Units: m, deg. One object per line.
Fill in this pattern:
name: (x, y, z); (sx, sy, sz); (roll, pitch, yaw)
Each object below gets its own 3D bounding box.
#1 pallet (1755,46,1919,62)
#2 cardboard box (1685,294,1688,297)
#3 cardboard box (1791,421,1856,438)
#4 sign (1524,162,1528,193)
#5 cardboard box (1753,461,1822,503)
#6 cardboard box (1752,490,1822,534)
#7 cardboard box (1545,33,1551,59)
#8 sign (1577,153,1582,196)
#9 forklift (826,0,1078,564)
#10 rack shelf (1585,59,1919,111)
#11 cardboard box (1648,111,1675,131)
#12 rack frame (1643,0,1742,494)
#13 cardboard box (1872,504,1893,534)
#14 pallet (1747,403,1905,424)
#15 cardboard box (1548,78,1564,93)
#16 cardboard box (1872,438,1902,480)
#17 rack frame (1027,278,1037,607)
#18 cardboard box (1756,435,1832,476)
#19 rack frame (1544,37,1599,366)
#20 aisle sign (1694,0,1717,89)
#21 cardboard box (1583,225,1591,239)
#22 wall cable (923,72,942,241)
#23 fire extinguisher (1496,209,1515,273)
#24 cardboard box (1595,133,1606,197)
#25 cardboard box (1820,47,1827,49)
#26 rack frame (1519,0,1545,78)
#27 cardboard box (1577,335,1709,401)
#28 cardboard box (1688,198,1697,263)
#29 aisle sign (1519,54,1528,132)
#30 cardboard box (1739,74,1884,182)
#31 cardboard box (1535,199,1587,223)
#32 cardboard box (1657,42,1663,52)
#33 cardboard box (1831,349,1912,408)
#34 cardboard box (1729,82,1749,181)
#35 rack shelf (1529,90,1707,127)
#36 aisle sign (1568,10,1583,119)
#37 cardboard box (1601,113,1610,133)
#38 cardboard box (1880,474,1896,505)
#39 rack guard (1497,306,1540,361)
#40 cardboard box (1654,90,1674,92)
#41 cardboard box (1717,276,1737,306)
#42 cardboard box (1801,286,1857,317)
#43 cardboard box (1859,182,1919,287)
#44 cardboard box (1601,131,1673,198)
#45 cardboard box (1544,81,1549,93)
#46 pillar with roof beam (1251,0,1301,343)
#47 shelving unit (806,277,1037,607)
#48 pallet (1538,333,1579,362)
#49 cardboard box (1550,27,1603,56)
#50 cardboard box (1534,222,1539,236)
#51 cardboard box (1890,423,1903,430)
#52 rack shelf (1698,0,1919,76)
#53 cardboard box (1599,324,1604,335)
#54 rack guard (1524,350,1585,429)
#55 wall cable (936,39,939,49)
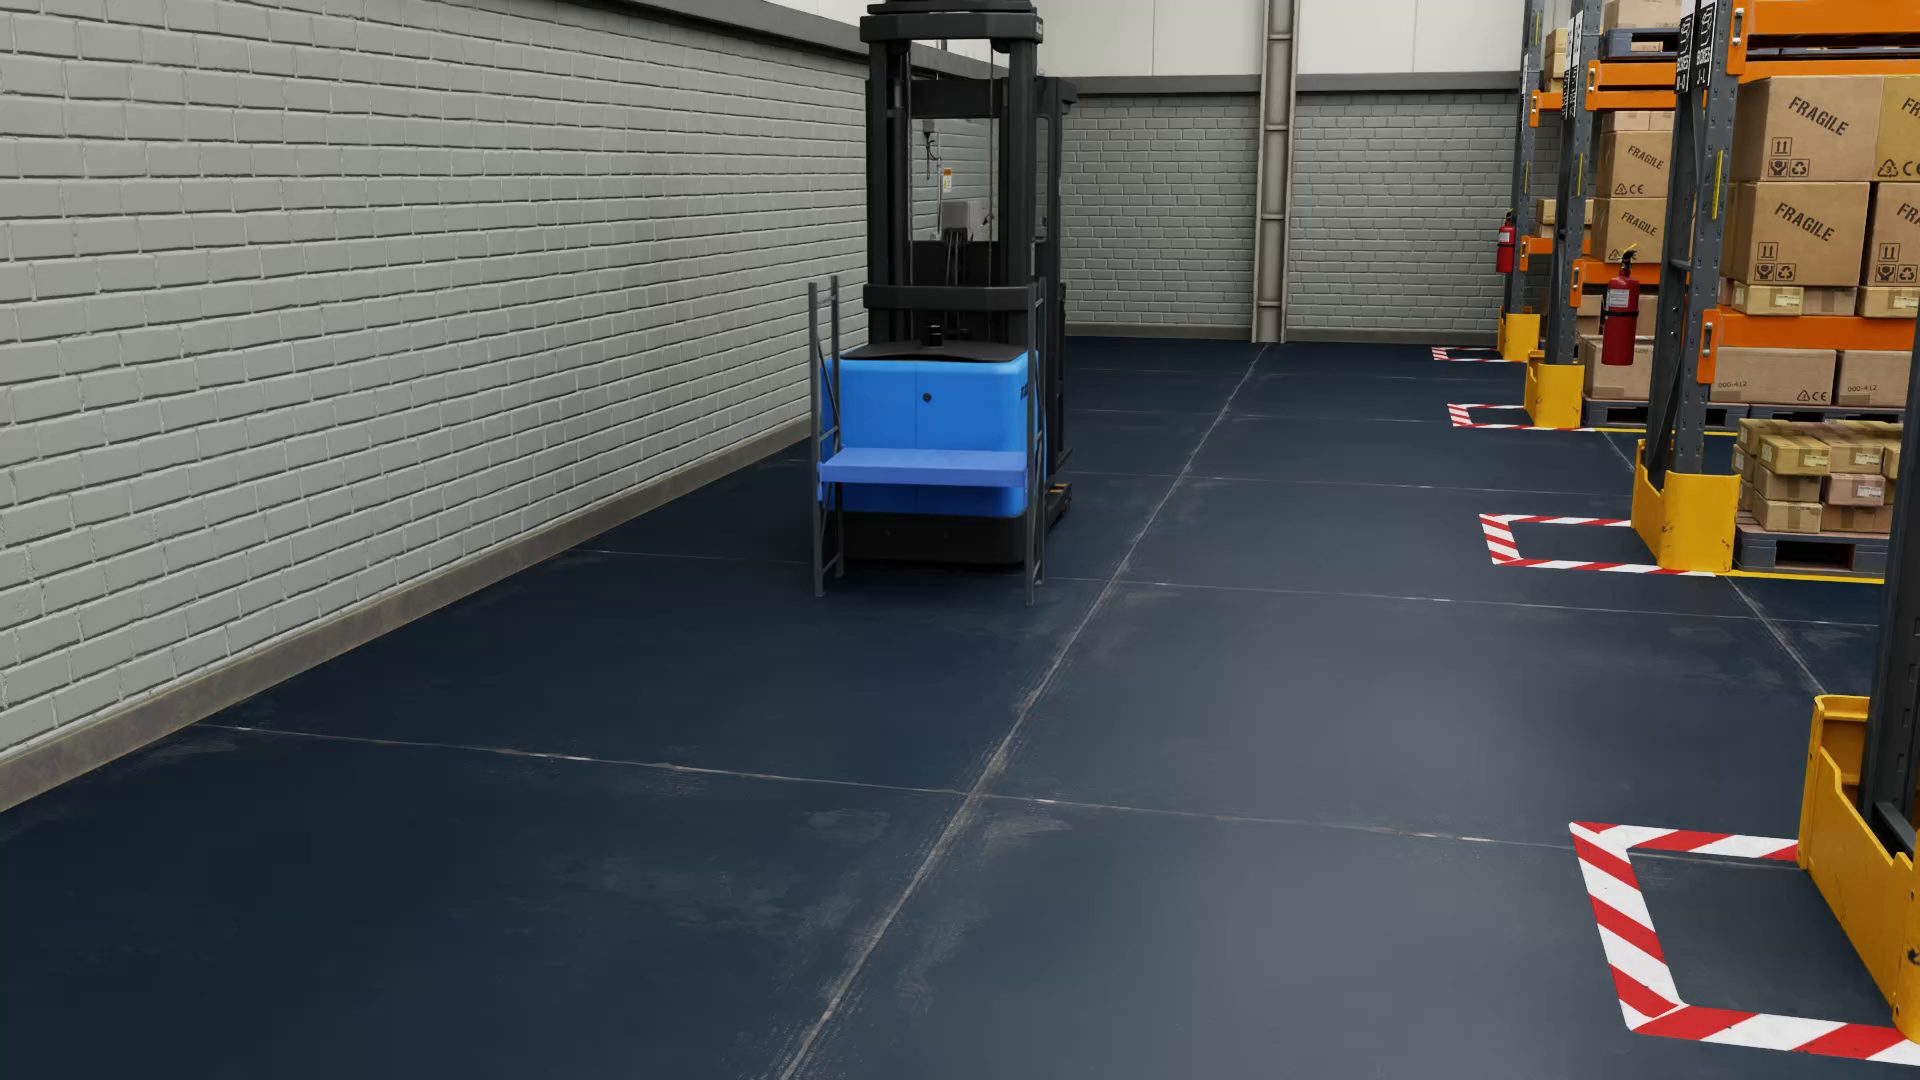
pallet: (6.835, -3.798, 12.705); (1.213, 0.211, 1.003); (3, 13, 14)
cardboard box: (7.991, -2.352, 17.710); (0.500, 0.500, 0.500); (3, 13, 15)
cardboard box: (4.641, -0.534, 8.954); (0.250, 0.149, 0.380); (3, 13, 15)
sign: (5.980, -3.828, 17.565); (0.005, 0.325, 0.100); (3, 13, 14)
cardboard box: (4.283, -0.307, 8.617); (0.250, 0.149, 0.380); (4, 13, 16)
cardboard box: (4.268, -0.148, 8.589); (0.250, 0.149, 0.380); (3, 13, 15)
cardboard box: (6.608, -5.336, 17.939); (0.500, 0.250, 0.500); (3, 13, 12)
sign: (4.785, -2.821, 12.841); (0.005, 0.325, 0.100); (3, 13, 14)
forklift: (-0.169, -1.578, 9.578); (1.130, 2.935, 3.031); (-2, 13, -10)
rack shelf: (6.866, -3.485, 12.753); (4.000, 0.370, 1.077); (3, 13, 14)
cardboard box: (5.474, -3.254, 12.939); (0.250, 0.149, 0.380); (3, 13, 15)
rack frame: (3.836, -1.430, 8.752); (0.127, 3.000, 1.000); (3, 13, 14)
cardboard box: (4.784, -0.141, 8.554); (0.250, 0.149, 0.380); (3, 13, 14)
pallet: (6.900, -1.026, 13.369); (1.213, 0.211, 1.003); (3, 13, 14)
cardboard box: (6.363, -4.796, 17.580); (0.250, 0.149, 0.380); (3, 13, 15)
cardboard box: (4.774, -0.406, 8.376); (0.250, 0.149, 0.380); (3, 13, 13)
rack frame: (0.343, -0.471, 7.896); (0.032, 1.500, 0.500); (1, 13, 2)
cardboard box: (4.263, -0.435, 8.506); (0.250, 0.149, 0.380); (2, 13, 11)
rack frame: (4.924, -2.476, 13.468); (0.127, 3.000, 1.000); (3, 13, 14)
aisle sign: (3.693, -2.639, 8.203); (0.004, 0.787, 0.394); (3, 13, 14)
cardboard box: (6.621, -3.319, 17.848); (0.250, 0.149, 0.380); (3, 13, 15)
wall cable: (-0.228, -3.558, 16.001); (0.122, 1.984, 0.588); (3, 13, 14)
fire extinguisher: (5.856, -3.210, 17.818); (0.183, 0.674, 0.296); (3, 13, 14)
cardboard box: (5.449, -3.038, 13.461); (0.500, 0.500, 0.500); (4, 13, 15)
cardboard box: (8.951, -5.093, 16.843); (0.500, 0.250, 0.500); (3, 13, 13)
rack frame: (6.110, -6.449, 17.523); (0.127, 3.000, 1.000); (3, 13, 14)
cardboard box: (5.589, -1.417, 13.640); (0.875, 0.438, 0.875); (3, 13, 12)
cardboard box: (5.819, -2.419, 12.980); (0.500, 0.500, 0.500); (3, 13, 13)
aisle sign: (5.973, -4.731, 17.629); (0.004, 0.787, 0.394); (3, 13, 14)
cardboard box: (4.208, -2.033, 8.244); (0.500, 0.500, 0.500); (3, 13, 13)
cardboard box: (6.620, -3.624, 18.301); (0.500, 0.250, 0.500); (3, 13, 15)
cardboard box: (7.460, -5.171, 17.195); (0.500, 0.250, 0.500); (3, 13, 13)
cardboard box: (7.354, -1.324, 13.221); (0.875, 0.438, 0.875); (3, 13, 12)
cardboard box: (4.340, -2.140, 8.730); (0.500, 0.500, 0.500); (3, 13, 12)
rack shelf: (8.051, -4.529, 17.458); (4.000, 0.370, 1.077); (3, 13, 14)
aisle sign: (4.785, -3.688, 12.928); (0.004, 0.787, 0.394); (3, 13, 14)
cardboard box: (5.320, -3.353, 13.384); (0.250, 0.149, 0.380); (3, 13, 14)
cardboard box: (4.794, -0.287, 8.526); (0.250, 0.149, 0.380); (3, 13, 14)
rack guard: (6.183, -2.296, 18.426); (0.348, 0.500, 1.175); (3, 13, 14)
cardboard box: (7.342, -4.724, 17.258); (0.250, 0.149, 0.380); (3, 13, 13)
cardboard box: (4.220, -1.349, 8.971); (0.250, 0.149, 0.380); (3, 13, 14)
cardboard box: (4.329, -1.217, 8.373); (0.250, 0.149, 0.380); (4, 13, 16)
cardboard box: (4.731, -1.520, 8.241); (0.500, 0.500, 0.500); (3, 13, 14)
cardboard box: (5.322, -2.928, 12.966); (0.500, 0.500, 0.500); (3, 13, 12)
cardboard box: (6.476, -4.894, 18.020); (0.250, 0.149, 0.380); (3, 13, 15)
pillar with roof beam: (2.676, -5.873, 14.928); (0.400, 9.000, 9.100); (3, 13, 14)
shelving unit: (-0.165, -0.476, 7.917); (1.048, 1.500, 0.538); (1, 13, 2)
pallet: (6.958, -2.113, 18.272); (1.213, 0.211, 1.003); (3, 13, 14)
cardboard box: (6.480, -5.224, 17.436); (0.500, 0.250, 0.500); (3, 13, 13)
cardboard box: (6.496, -3.436, 18.377); (0.250, 0.149, 0.380); (3, 13, 13)
cardboard box: (5.159, -0.521, 8.893); (0.250, 0.149, 0.380); (3, 13, 11)
rack shelf: (5.778, -2.439, 8.037); (4.000, 0.370, 1.077); (3, 13, 14)
cardboard box: (7.084, -2.251, 18.067); (0.250, 0.149, 0.380); (3, 13, 11)
rack guard: (4.901, -1.257, 13.744); (0.348, 0.500, 1.175); (3, 13, 14)
wall cable: (-0.483, -5.799, 14.593); (0.029, 3.000, 2.355); (3, 13, 14)
